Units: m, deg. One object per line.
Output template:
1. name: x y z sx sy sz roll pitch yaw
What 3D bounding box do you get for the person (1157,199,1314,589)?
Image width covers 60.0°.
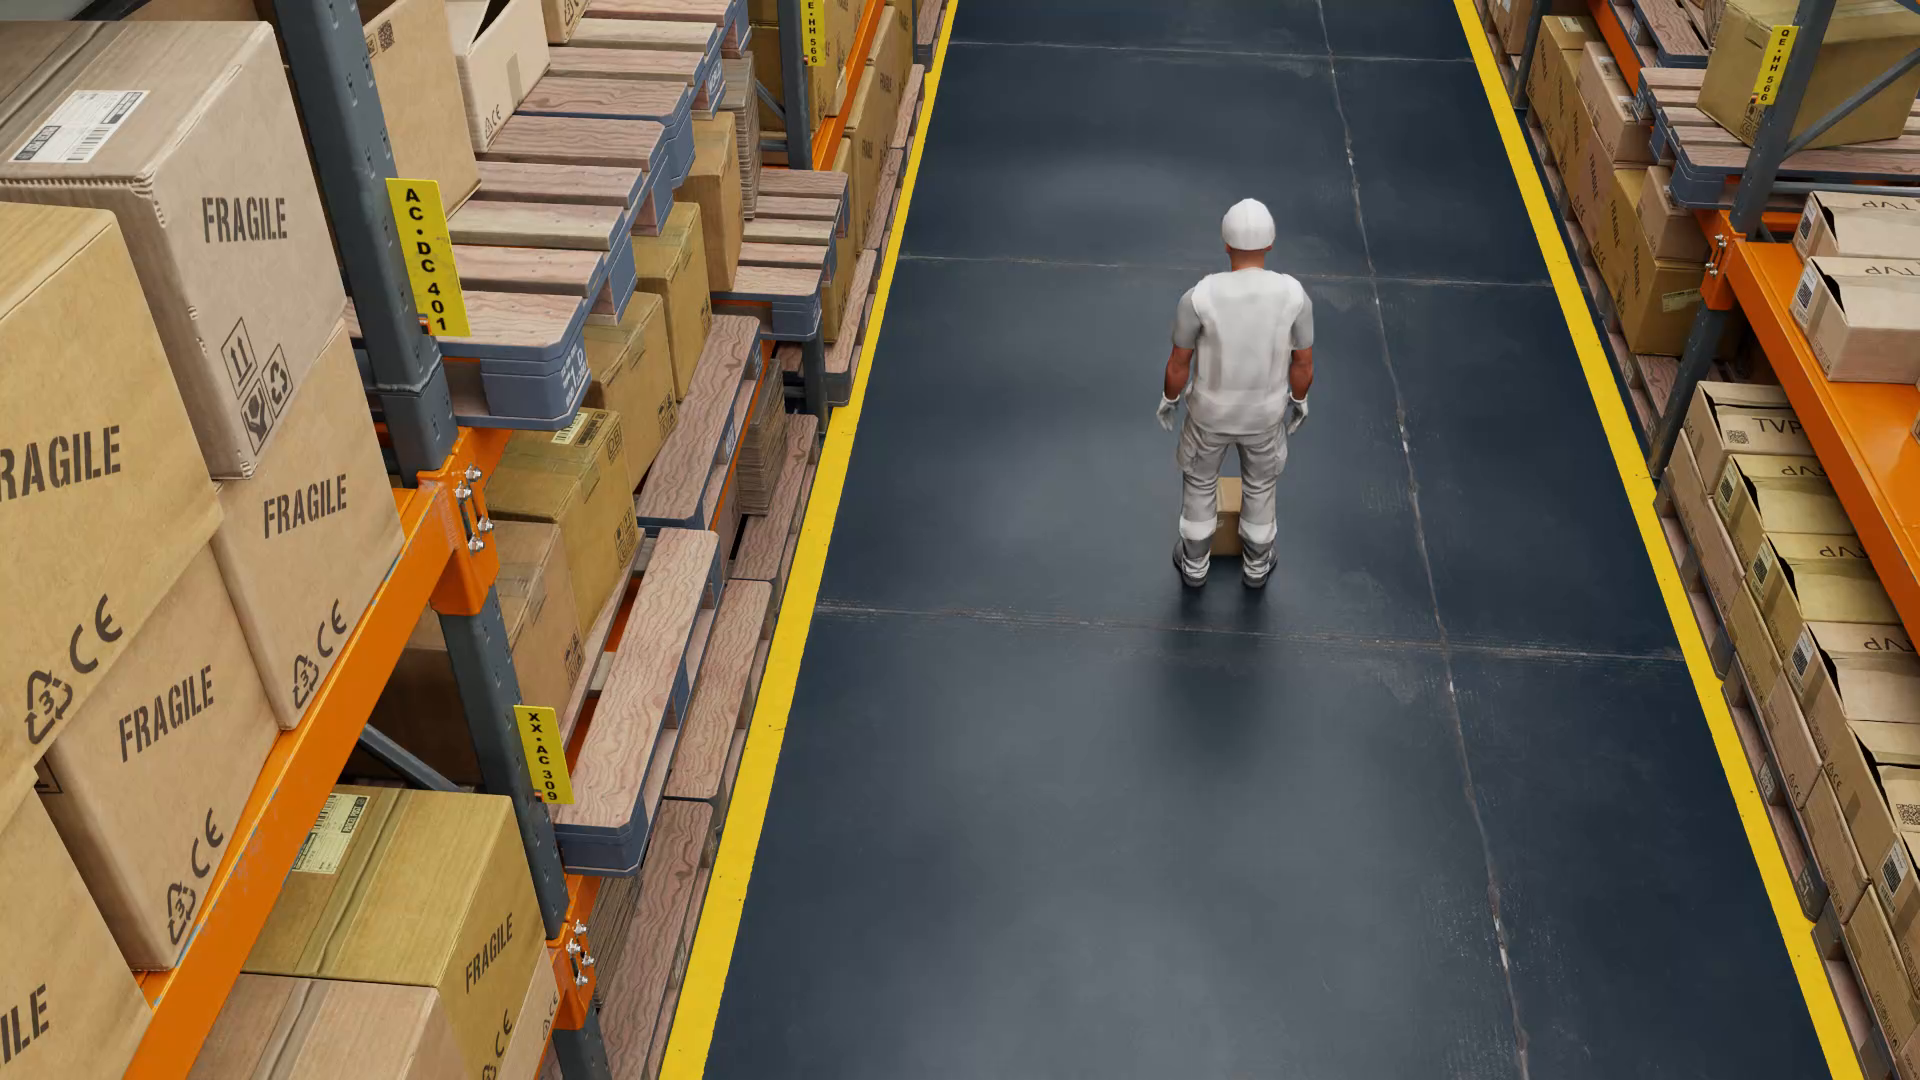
1. person: 1.122 -0.552 6.808 0.623 1.780 0.447 2 40 2
